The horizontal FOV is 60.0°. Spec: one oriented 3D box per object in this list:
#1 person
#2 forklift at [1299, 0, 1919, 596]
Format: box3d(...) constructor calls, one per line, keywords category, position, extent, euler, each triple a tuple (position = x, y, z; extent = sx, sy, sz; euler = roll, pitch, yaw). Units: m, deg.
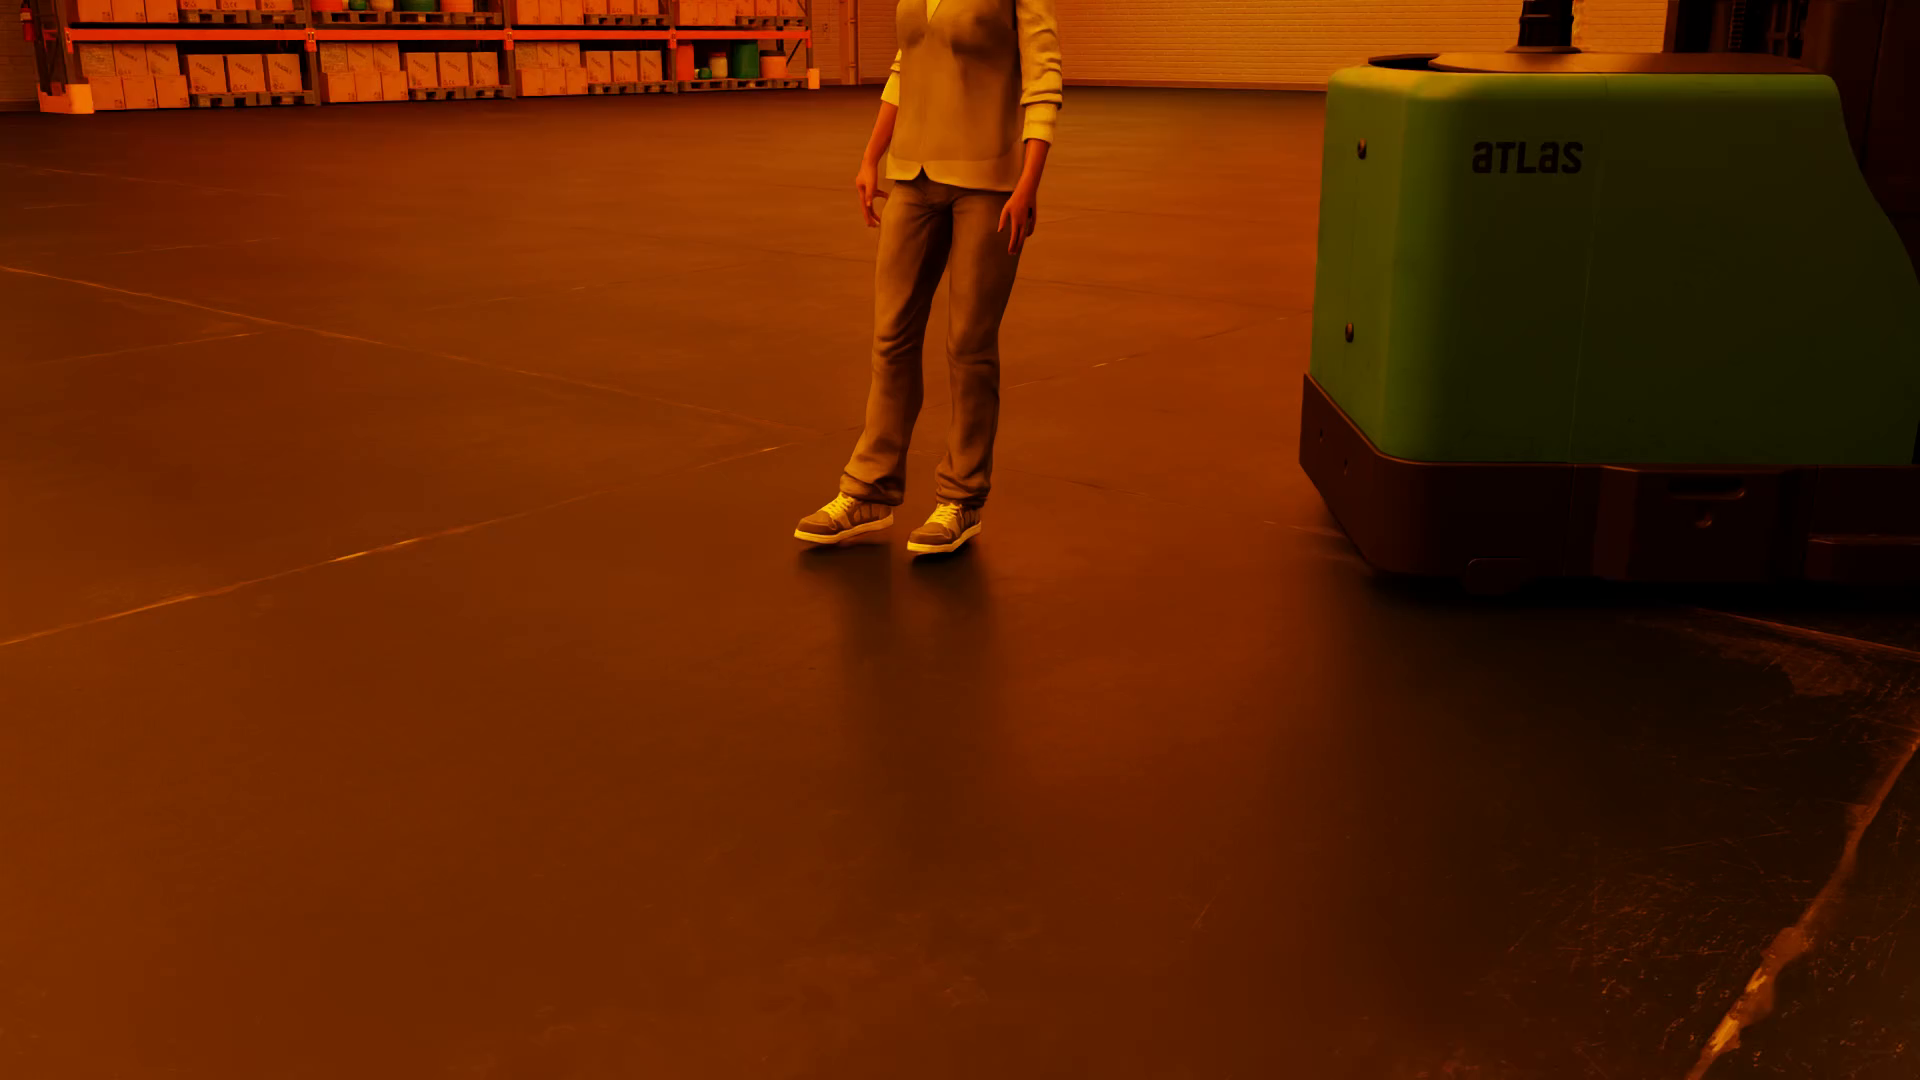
box3d(category="person", position=(-0.058, -0.757, 3.661), extent=(0.520, 1.600, 0.472), euler=(13, 21, 37))
box3d(category="forklift", position=(2.392, -1.400, 3.509), extent=(3.031, 2.935, 1.130), euler=(0, 17, 1))
